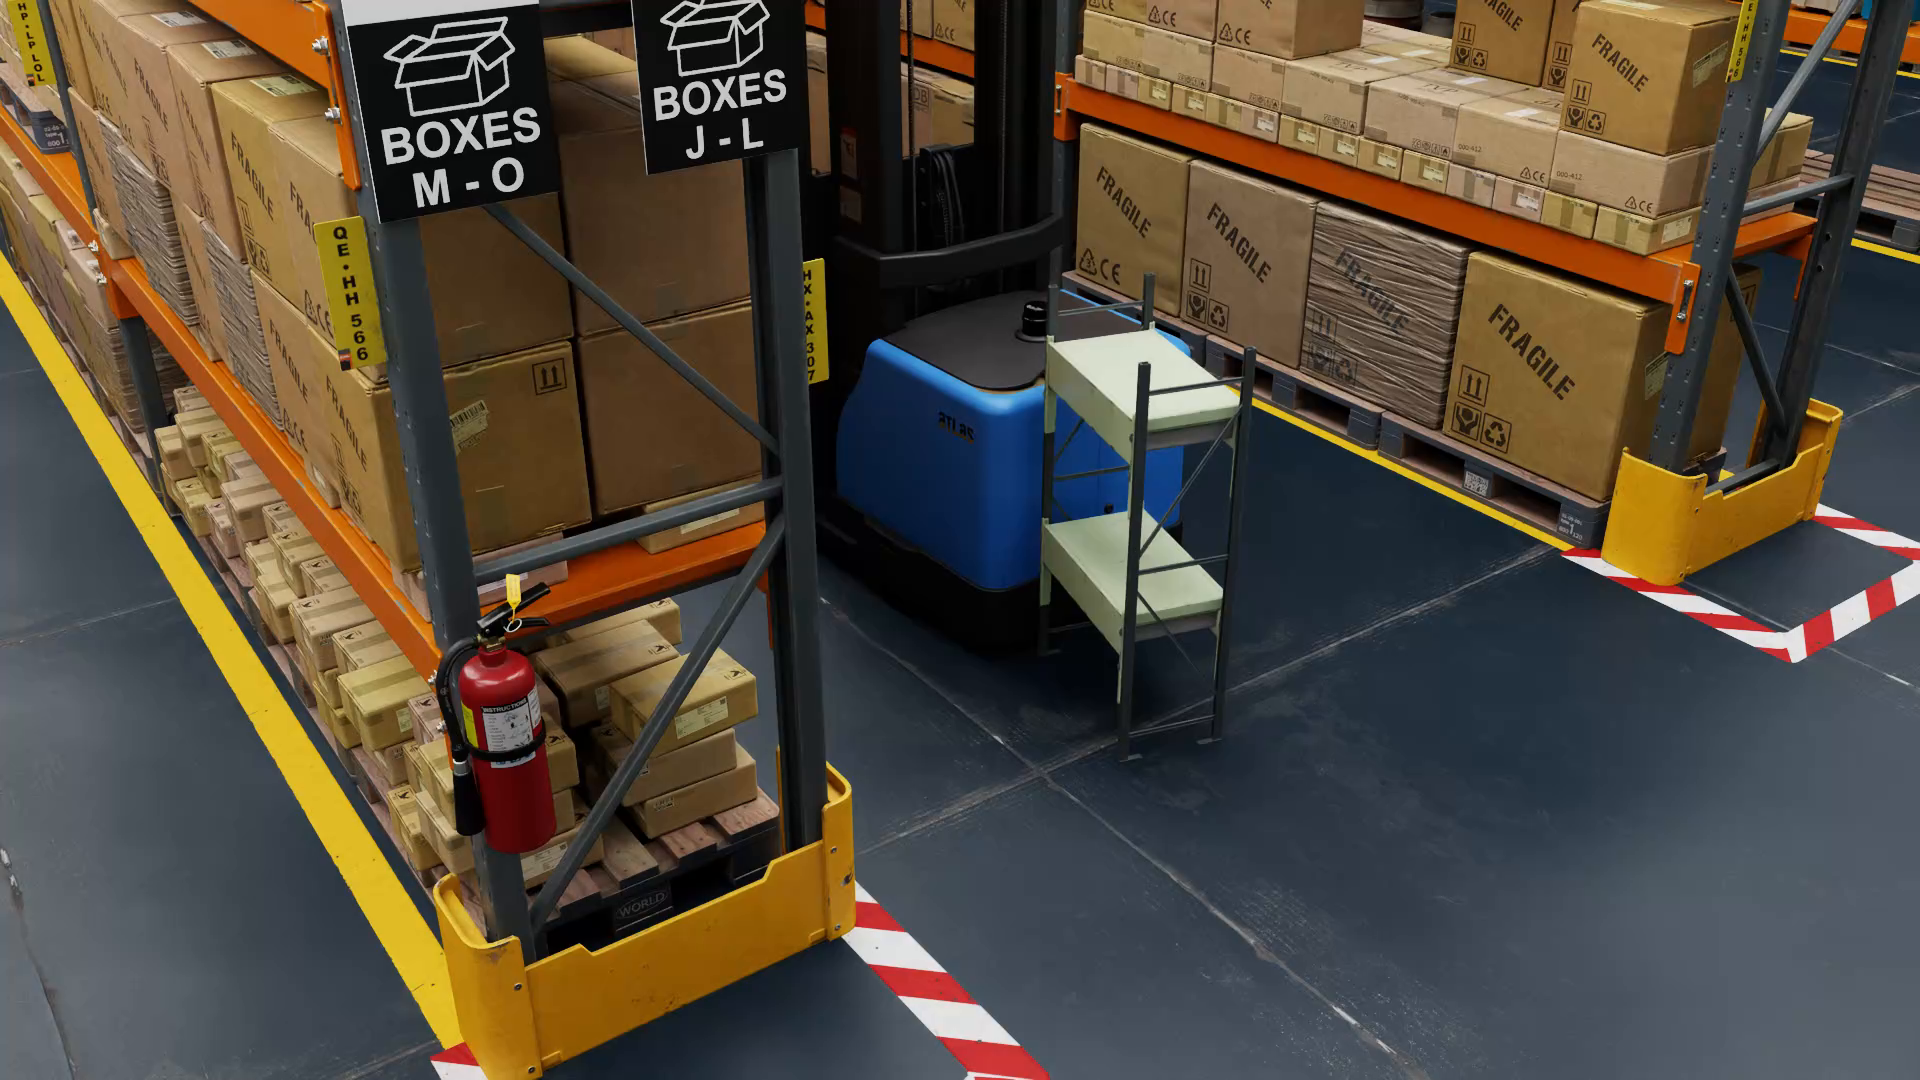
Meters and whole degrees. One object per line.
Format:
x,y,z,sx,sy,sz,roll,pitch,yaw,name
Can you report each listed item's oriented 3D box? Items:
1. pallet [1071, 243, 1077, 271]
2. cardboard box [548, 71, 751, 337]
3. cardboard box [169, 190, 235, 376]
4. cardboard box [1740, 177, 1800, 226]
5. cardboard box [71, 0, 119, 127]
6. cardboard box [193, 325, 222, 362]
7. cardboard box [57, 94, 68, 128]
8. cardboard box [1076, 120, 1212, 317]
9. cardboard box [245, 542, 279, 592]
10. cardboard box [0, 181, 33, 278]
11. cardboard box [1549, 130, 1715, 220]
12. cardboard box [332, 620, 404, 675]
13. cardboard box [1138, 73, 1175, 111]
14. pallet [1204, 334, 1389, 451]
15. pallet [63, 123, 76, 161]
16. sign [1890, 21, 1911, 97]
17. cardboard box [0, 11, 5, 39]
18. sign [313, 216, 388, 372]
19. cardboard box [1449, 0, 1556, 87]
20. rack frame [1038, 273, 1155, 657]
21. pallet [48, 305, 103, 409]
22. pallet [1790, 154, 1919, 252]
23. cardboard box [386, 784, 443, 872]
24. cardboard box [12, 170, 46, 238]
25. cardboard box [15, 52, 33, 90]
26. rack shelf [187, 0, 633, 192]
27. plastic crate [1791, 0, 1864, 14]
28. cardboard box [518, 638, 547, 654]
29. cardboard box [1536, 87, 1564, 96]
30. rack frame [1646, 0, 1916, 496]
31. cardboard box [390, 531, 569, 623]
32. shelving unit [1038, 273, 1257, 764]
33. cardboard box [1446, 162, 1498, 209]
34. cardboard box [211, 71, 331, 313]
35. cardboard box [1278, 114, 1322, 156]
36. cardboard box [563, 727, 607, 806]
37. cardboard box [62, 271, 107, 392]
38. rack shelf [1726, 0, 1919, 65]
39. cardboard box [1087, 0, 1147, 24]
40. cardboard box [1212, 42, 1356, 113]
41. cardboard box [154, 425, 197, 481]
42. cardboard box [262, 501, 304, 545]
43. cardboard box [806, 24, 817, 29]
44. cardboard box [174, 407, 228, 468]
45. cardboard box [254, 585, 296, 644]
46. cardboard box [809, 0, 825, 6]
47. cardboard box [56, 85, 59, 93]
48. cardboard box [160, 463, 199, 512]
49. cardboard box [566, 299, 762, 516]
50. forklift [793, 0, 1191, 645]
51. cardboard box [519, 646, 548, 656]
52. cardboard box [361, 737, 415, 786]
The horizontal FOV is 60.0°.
0.446,-1.959,10.636,1.003,0.211,1.213,-19,34,-31,pallet
-0.868,-0.879,4.261,0.500,0.500,0.500,-19,34,-31,cardboard box
-2.171,-0.887,5.325,0.500,0.500,0.500,-17,33,-28,cardboard box
3.338,-1.469,7.076,0.380,0.149,0.250,-18,33,-30,cardboard box
-2.767,-1.745,5.857,0.500,0.500,0.500,-20,34,-32,cardboard box
-2.442,-0.762,5.773,0.380,0.149,0.250,-17,33,-29,cardboard box
-3.829,-1.944,7.509,0.380,0.149,0.250,-19,34,-31,cardboard box
1.273,-1.877,9.350,0.875,0.875,0.875,-19,34,-31,cardboard box
-2.414,0.089,6.179,0.380,0.149,0.250,-19,34,-31,cardboard box
-5.261,-1.867,9.724,0.500,0.500,0.500,-20,35,-33,cardboard box
2.778,-1.530,6.770,0.500,0.250,0.500,-19,34,-31,cardboard box
-1.788,0.357,5.373,0.380,0.149,0.250,-20,34,-33,cardboard box
1.162,-2.384,8.759,0.380,0.149,0.250,-18,33,-29,cardboard box
2.044,-0.888,8.664,1.003,0.211,1.213,-19,34,-31,pallet
-3.468,-1.825,7.668,1.003,0.211,1.213,-19,34,-31,pallet
3.731,-1.917,6.646,0.100,0.325,0.005,-19,34,-31,sign
-4.740,-2.685,8.563,0.380,0.149,0.250,-19,34,-31,cardboard box
-1.287,-0.518,3.517,0.100,0.325,0.005,-19,34,-31,sign
2.622,-2.400,7.586,0.500,0.500,0.500,-20,34,-32,cardboard box
0.492,-0.243,6.126,0.400,1.500,0.023,-10,30,-17,rack frame
-4.308,-1.123,9.097,1.003,0.211,1.213,-19,34,-31,pallet
6.160,-2.301,11.266,1.003,0.211,1.213,-19,34,-31,pallet
-1.530,0.833,5.121,0.380,0.149,0.250,-18,33,-29,cardboard box
-4.690,-1.814,8.841,0.500,0.250,0.500,-18,34,-30,cardboard box
-4.448,-2.354,8.266,0.380,0.149,0.250,-20,34,-32,cardboard box
-1.984,-1.796,5.025,1.077,0.370,4.000,-19,34,-31,rack shelf
5.726,-3.606,10.808,0.437,0.282,0.530,-19,34,-31,plastic crate
-1.362,0.212,5.641,0.380,0.149,0.250,-21,35,-33,cardboard box
2.910,-1.877,7.408,0.500,0.250,0.500,-19,34,-31,cardboard box
3.275,-1.350,6.593,1.000,3.000,0.127,-19,34,-31,rack frame
-1.243,0.045,4.287,0.380,0.149,0.250,-19,34,-31,cardboard box
0.616,-0.078,5.823,0.431,1.500,0.755,-10,30,-17,shelving unit
2.359,-1.583,7.286,0.380,0.149,0.250,-18,33,-30,cardboard box
-1.585,-0.937,4.367,0.500,0.500,0.500,-20,34,-32,cardboard box
1.761,-1.982,8.020,0.380,0.149,0.250,-20,34,-32,cardboard box
-1.085,0.680,5.401,0.380,0.149,0.250,-19,34,-31,cardboard box
-4.075,-1.075,8.266,0.500,0.500,0.500,-20,34,-32,cardboard box
6.150,-3.183,10.721,1.077,0.370,4.000,-19,34,-31,rack shelf
1.025,-3.043,8.769,0.500,0.500,0.500,-19,34,-31,cardboard box
1.604,-2.320,8.225,0.500,0.250,0.500,-18,33,-29,cardboard box
-3.194,-0.405,7.087,0.380,0.149,0.250,-17,33,-28,cardboard box
-2.338,-0.066,6.152,0.380,0.149,0.250,-20,35,-33,cardboard box
-0.982,-3.437,12.222,1.225,0.875,0.875,-21,35,-33,cardboard box
-3.001,-0.450,6.859,0.380,0.149,0.250,-17,33,-28,cardboard box
-2.408,0.220,6.248,0.380,0.149,0.250,-20,34,-32,cardboard box
-0.704,-3.842,11.076,0.500,0.500,0.500,-19,34,-31,cardboard box
-3.831,-2.076,7.441,0.380,0.149,0.250,-17,33,-29,cardboard box
-3.194,-0.273,7.156,0.380,0.149,0.250,-20,35,-33,cardboard box
-0.859,-0.442,4.505,0.500,0.500,0.500,-17,33,-28,cardboard box
-0.380,-1.528,6.992,1.130,2.935,3.031,-20,34,-32,forklift
-1.306,0.324,5.746,0.380,0.149,0.250,-18,33,-29,cardboard box
-1.665,0.593,5.250,0.380,0.149,0.250,-20,35,-33,cardboard box
